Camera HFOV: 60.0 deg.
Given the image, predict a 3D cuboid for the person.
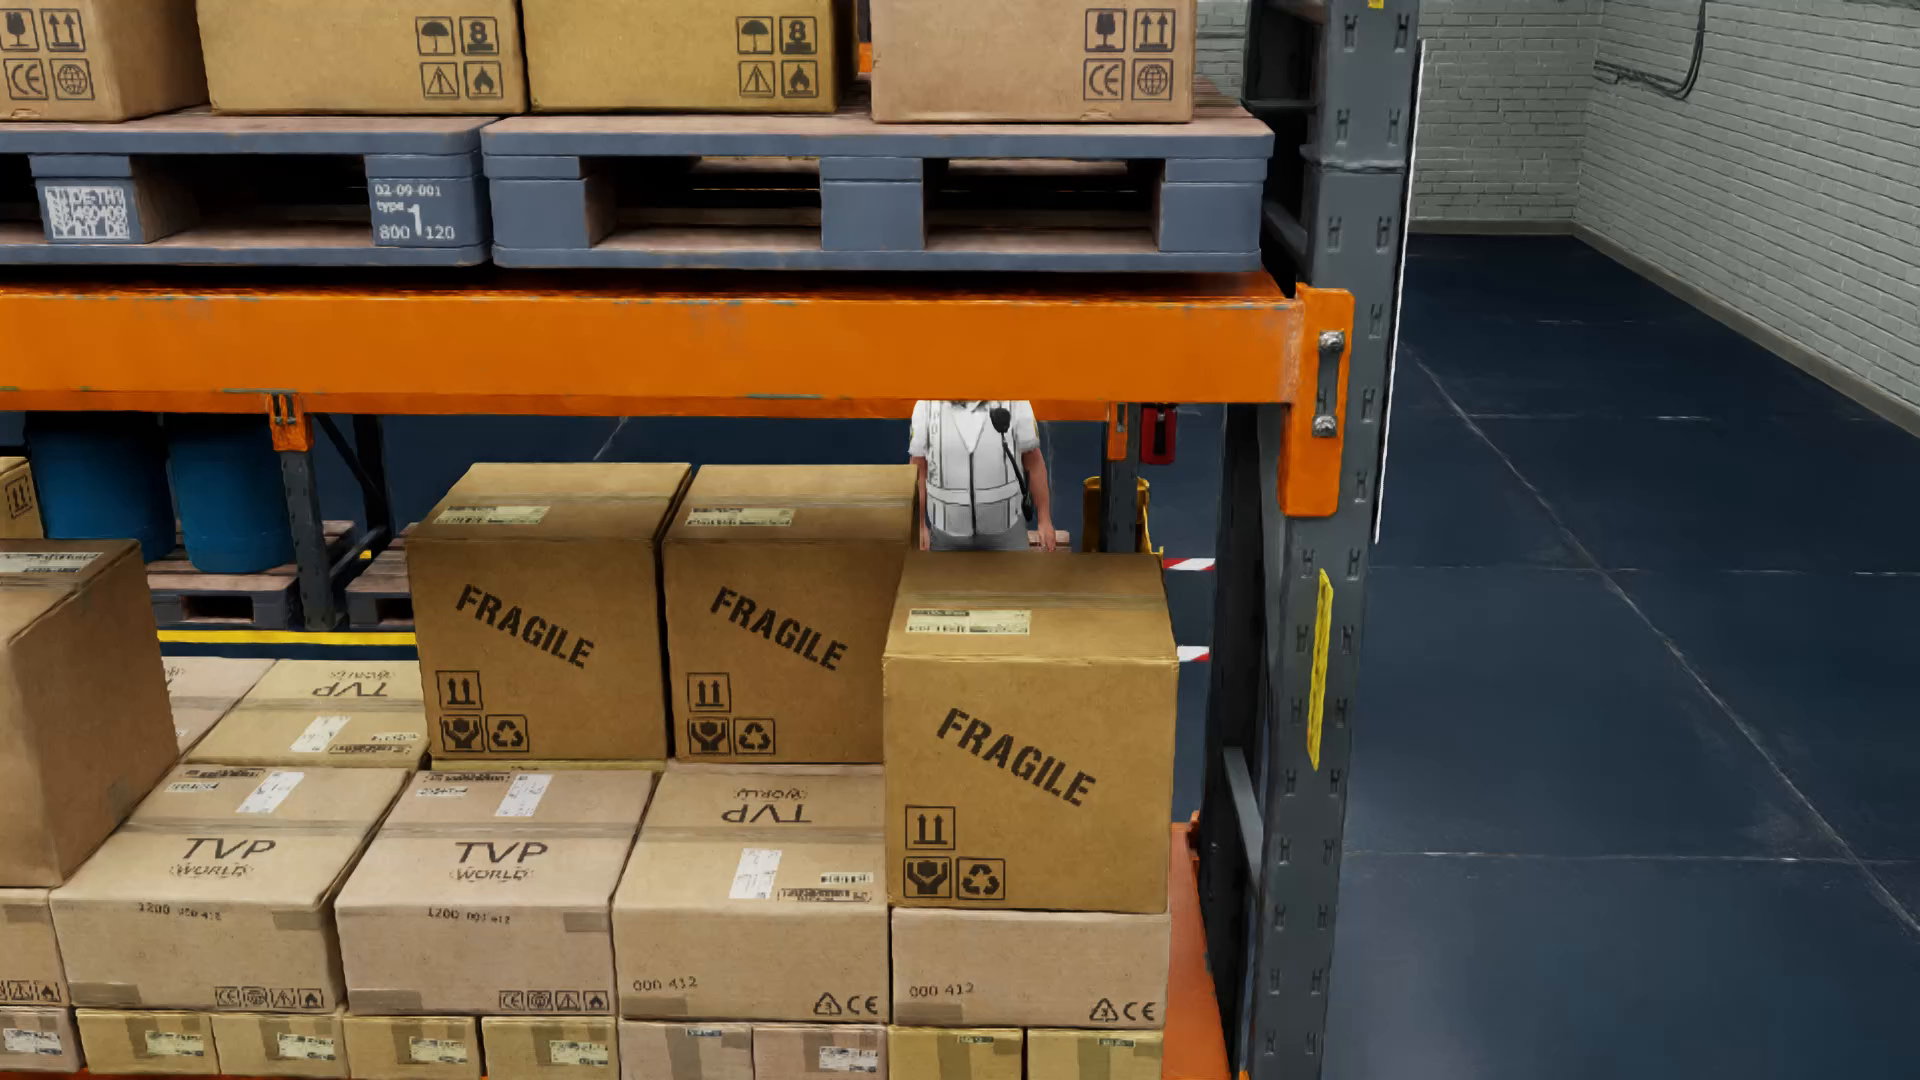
[{"bbox_3d":[0.077,-0.064,7.153,0.677,1.767,0.439,2,21,5],"label":"person"}]
